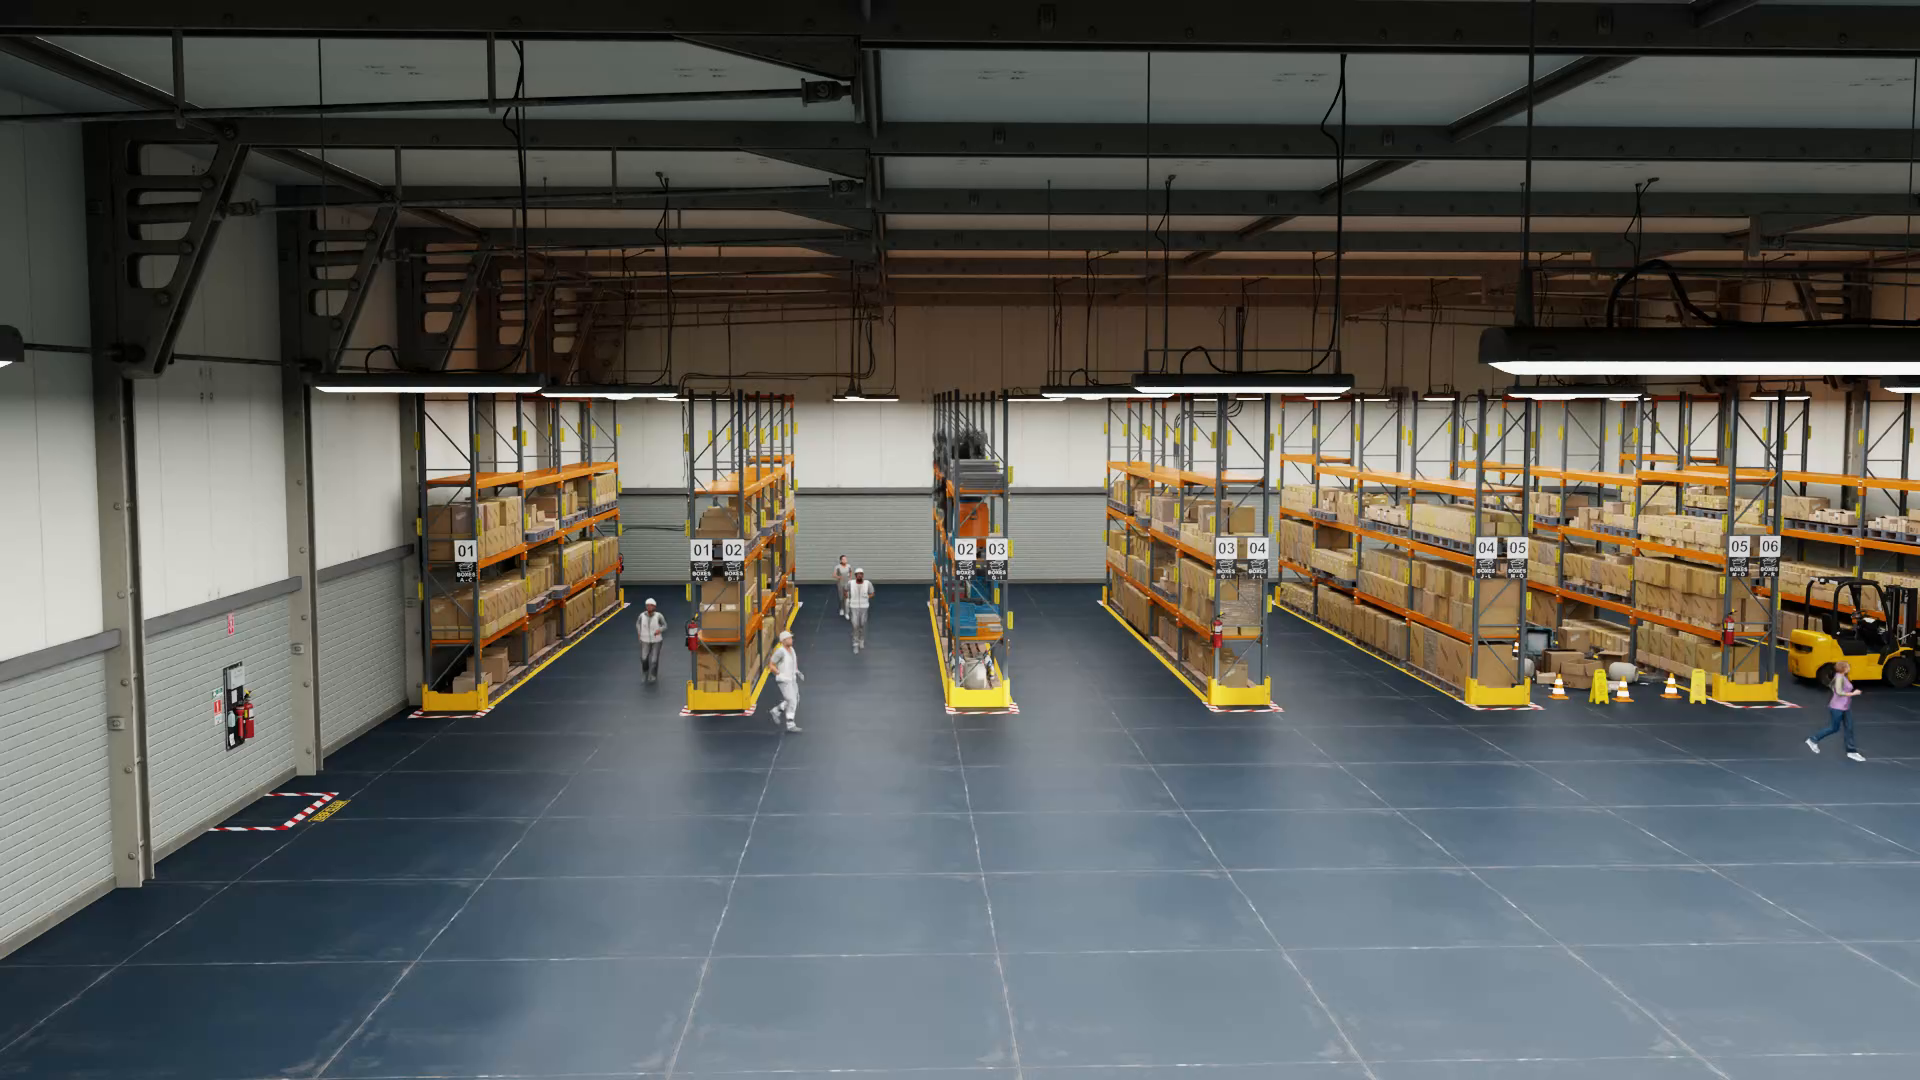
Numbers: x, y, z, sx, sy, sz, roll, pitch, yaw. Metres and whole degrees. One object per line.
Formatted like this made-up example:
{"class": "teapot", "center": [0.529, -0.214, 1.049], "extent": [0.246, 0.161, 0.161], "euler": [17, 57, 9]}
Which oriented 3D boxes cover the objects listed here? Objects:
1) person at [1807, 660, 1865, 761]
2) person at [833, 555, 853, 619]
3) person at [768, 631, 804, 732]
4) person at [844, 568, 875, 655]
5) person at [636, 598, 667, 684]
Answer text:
{"class": "person", "center": [14.129, 2.721, 26.766], "extent": [0.859, 1.593, 0.565], "euler": [4, 6, 40]}
{"class": "person", "center": [-3.128, 1.235, 44.540], "extent": [0.561, 1.667, 0.957], "euler": [-1, 5, -10]}
{"class": "person", "center": [-3.084, 2.468, 29.110], "extent": [0.705, 1.755, 0.681], "euler": [2, 5, 27]}
{"class": "person", "center": [-2.224, 1.562, 36.868], "extent": [0.682, 1.889, 0.661], "euler": [-1, 5, -6]}
{"class": "person", "center": [-6.316, 2.071, 34.012], "extent": [0.661, 1.759, 0.677], "euler": [0, 5, -4]}
